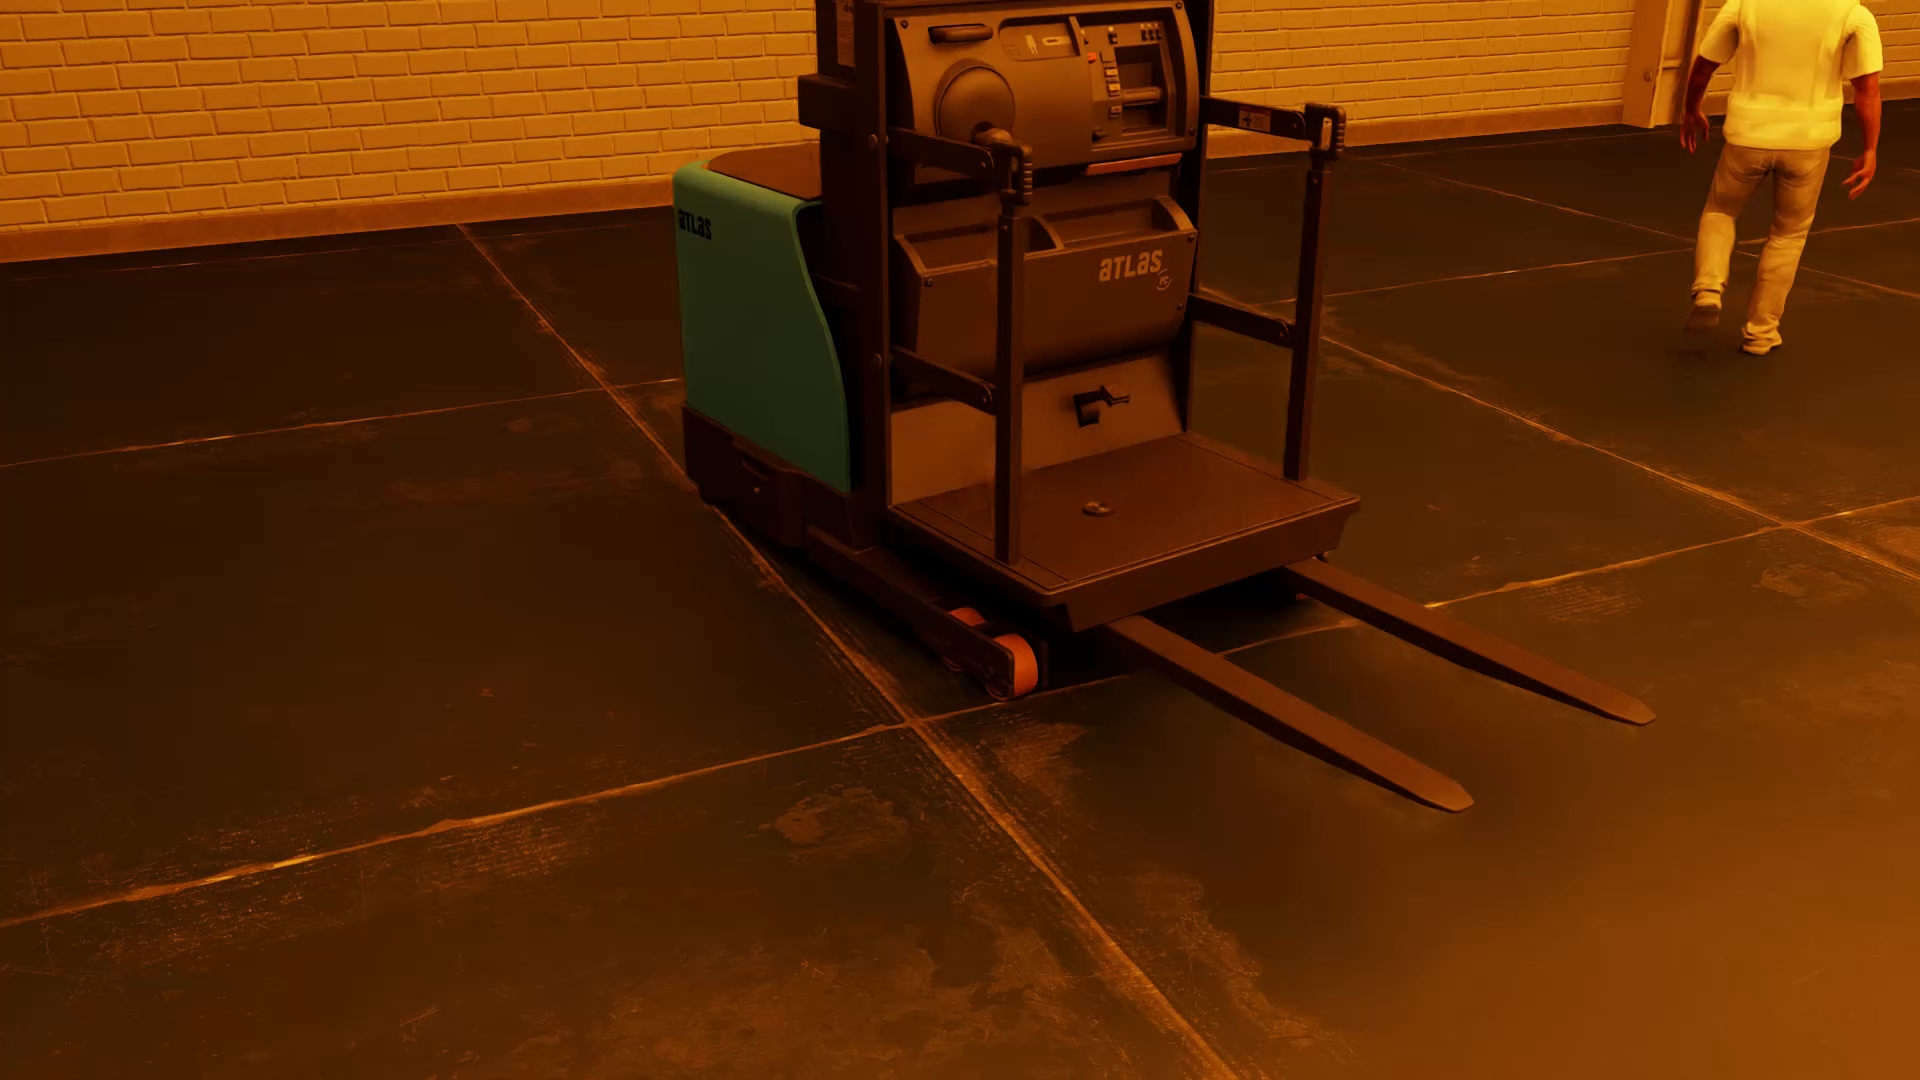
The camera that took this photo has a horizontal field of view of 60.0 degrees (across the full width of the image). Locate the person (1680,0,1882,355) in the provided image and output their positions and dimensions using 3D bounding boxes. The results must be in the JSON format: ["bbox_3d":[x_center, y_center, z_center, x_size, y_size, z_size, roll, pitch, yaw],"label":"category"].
[{"bbox_3d":[3.297,-1.619,6.729,0.771,1.746,0.489,13,26,29],"label":"person"}]

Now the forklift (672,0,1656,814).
[{"bbox_3d":[0.364,-1.164,4.088,1.130,2.935,3.031,-15,27,-32],"label":"forklift"}]
